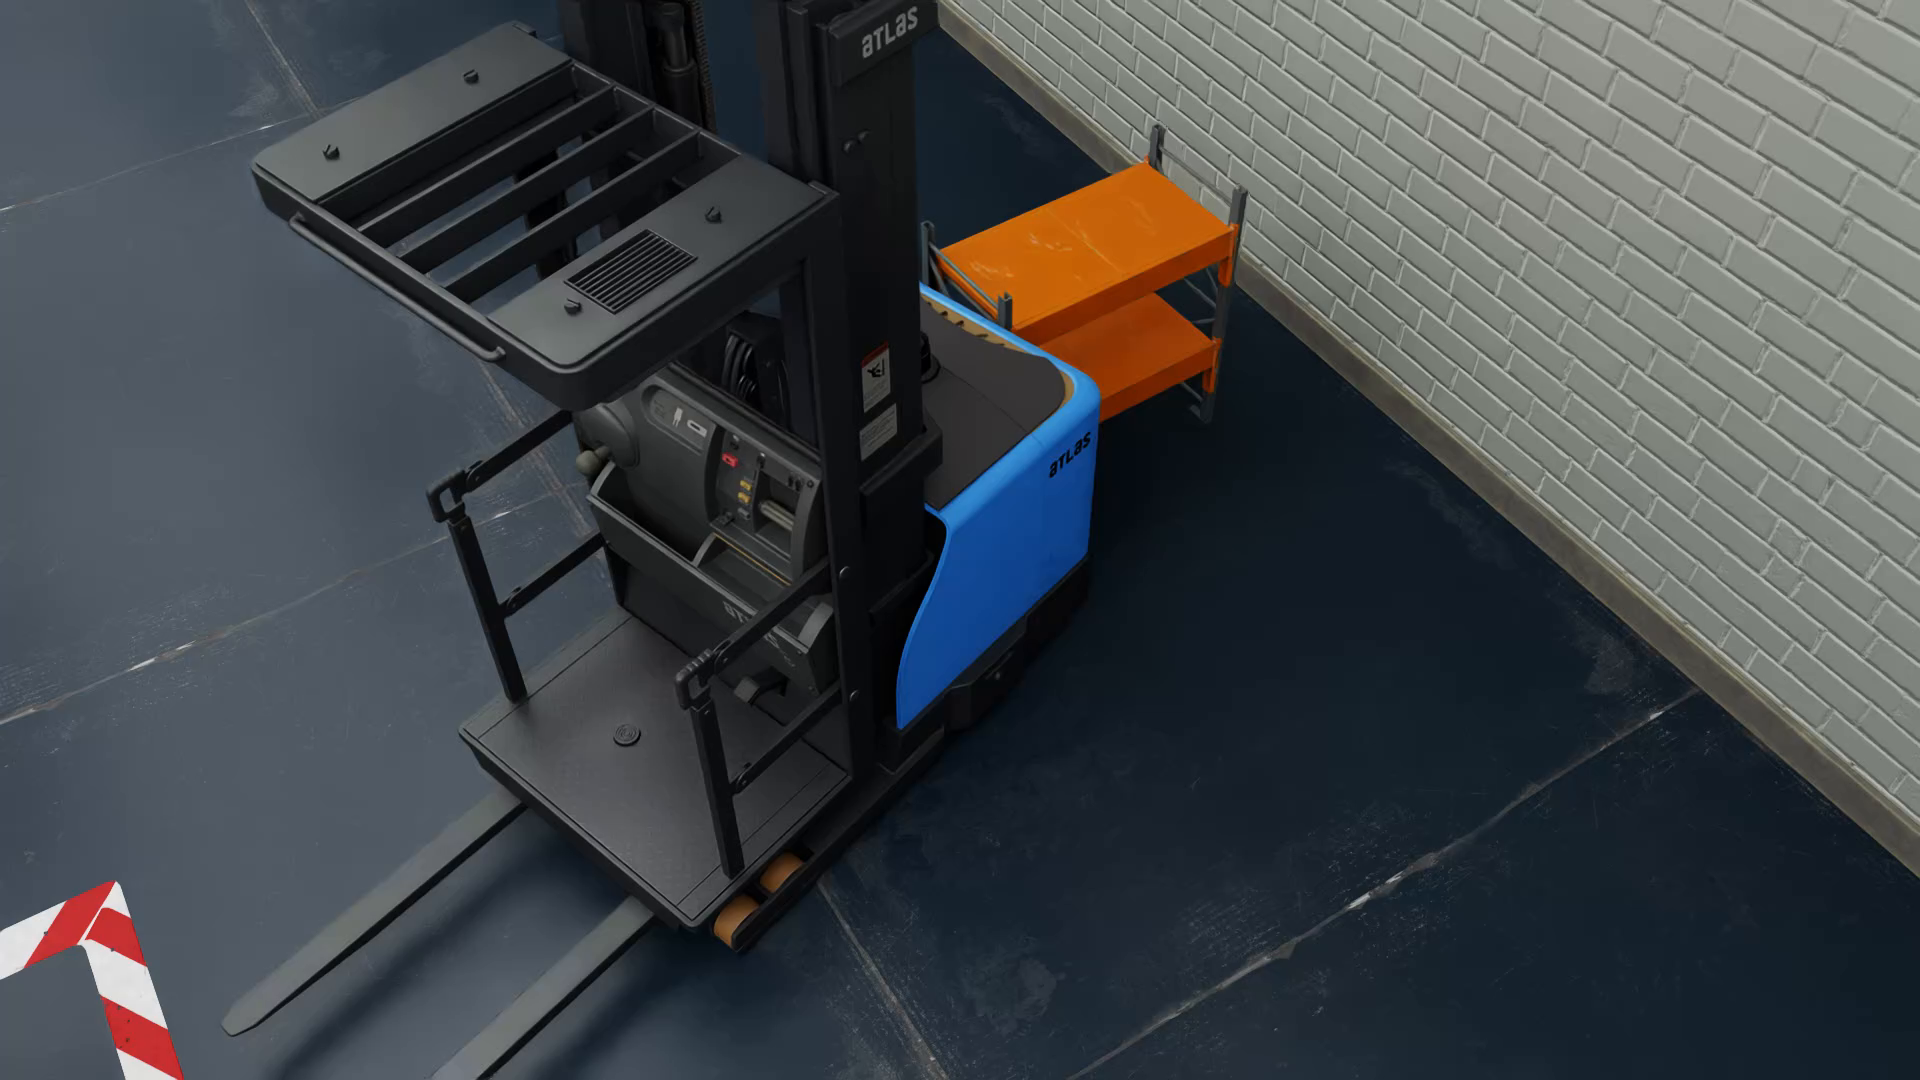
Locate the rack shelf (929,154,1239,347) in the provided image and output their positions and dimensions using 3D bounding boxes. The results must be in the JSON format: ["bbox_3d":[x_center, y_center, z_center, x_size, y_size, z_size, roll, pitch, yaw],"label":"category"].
[{"bbox_3d":[0.438,-0.978,5.975,1.000,0.278,0.538,-27,54,-22],"label":"rack shelf"}]

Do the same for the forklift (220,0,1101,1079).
[{"bbox_3d":[-0.871,-0.151,4.422,1.130,2.935,3.031,32,56,25],"label":"forklift"}]

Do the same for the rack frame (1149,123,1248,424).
[{"bbox_3d":[0.857,-0.998,6.386,0.032,1.125,0.500,-27,54,-22],"label":"rack frame"}]

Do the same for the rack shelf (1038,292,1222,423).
[{"bbox_3d":[0.438,-0.620,6.377,1.000,0.278,0.538,-27,54,-22],"label":"rack shelf"}]

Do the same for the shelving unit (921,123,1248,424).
[{"bbox_3d":[0.438,-0.783,6.194,1.048,1.125,0.538,-27,54,-22],"label":"shelving unit"}]

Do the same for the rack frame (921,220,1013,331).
[{"bbox_3d":[0.020,-0.568,6.002,0.032,1.125,0.500,-27,54,-22],"label":"rack frame"}]
